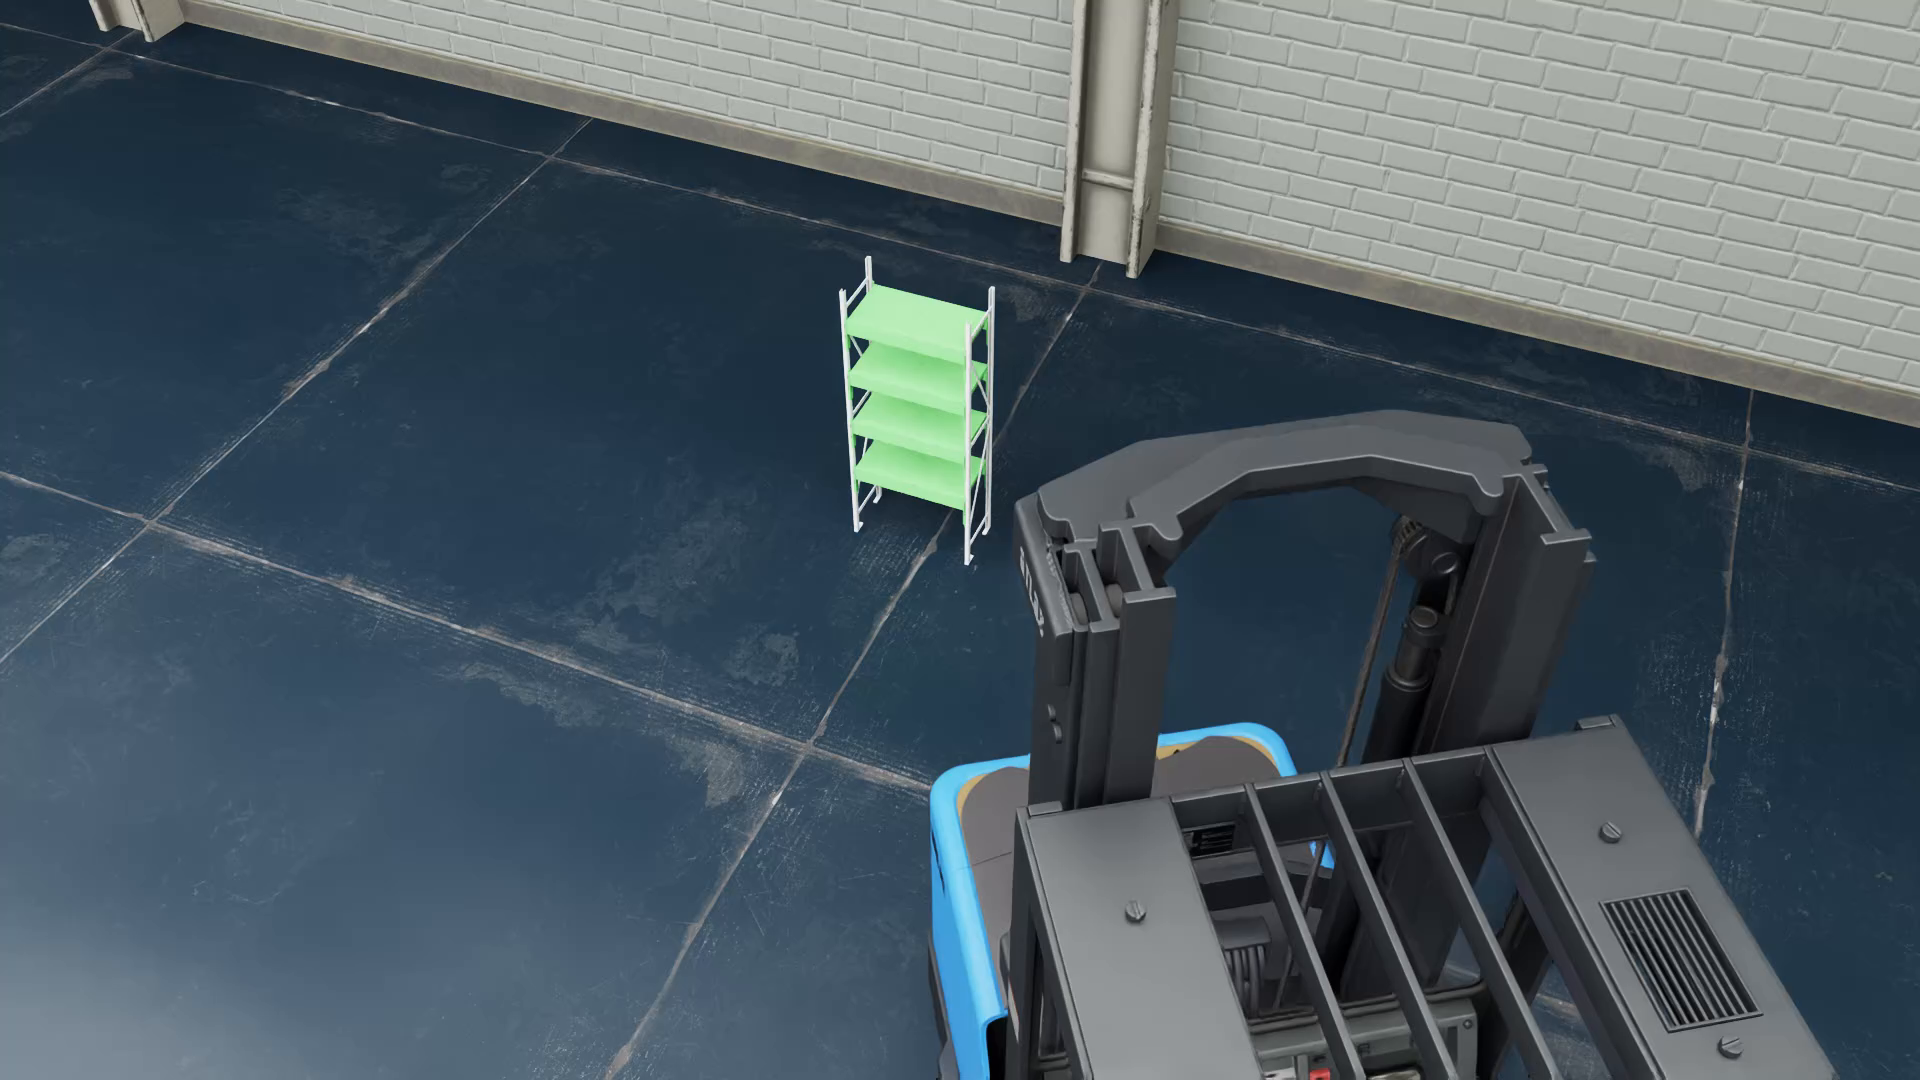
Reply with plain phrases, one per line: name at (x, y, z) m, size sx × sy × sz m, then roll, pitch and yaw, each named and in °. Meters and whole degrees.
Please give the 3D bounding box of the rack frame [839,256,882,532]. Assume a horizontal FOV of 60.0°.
rack frame at (-0.378, -0.537, 6.439) m, size 0.015 × 1.200 × 0.240 m, roll 16°, pitch 47°, yaw 16°

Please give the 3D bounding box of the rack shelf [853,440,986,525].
rack shelf at (-0.153, -0.255, 6.586) m, size 0.480 × 0.148 × 0.258 m, roll 16°, pitch 47°, yaw 16°

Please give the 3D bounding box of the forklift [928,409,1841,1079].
forklift at (0.681, 1.314, 3.351) m, size 1.130 × 2.935 × 3.031 m, roll -8°, pitch 45°, yaw -8°

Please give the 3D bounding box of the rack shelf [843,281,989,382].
rack shelf at (-0.153, -0.765, 6.078) m, size 0.480 × 0.148 × 0.258 m, roll 16°, pitch 47°, yaw 16°

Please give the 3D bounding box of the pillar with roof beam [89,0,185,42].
pillar with roof beam at (-6.467, -3.430, 3.817) m, size 0.400 × 9.000 × 9.100 m, roll 16°, pitch 47°, yaw 16°

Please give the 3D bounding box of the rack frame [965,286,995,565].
rack frame at (0.072, -0.404, 6.305) m, size 0.015 × 1.200 × 0.240 m, roll 16°, pitch 47°, yaw 16°

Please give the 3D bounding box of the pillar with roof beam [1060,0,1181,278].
pillar with roof beam at (-0.929, -1.800, 2.180) m, size 0.400 × 9.000 × 9.100 m, roll 16°, pitch 47°, yaw 16°

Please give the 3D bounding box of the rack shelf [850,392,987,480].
rack shelf at (-0.153, -0.425, 6.417) m, size 0.480 × 0.148 × 0.258 m, roll 16°, pitch 47°, yaw 16°

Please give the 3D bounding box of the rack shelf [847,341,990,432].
rack shelf at (-0.153, -0.595, 6.248) m, size 0.480 × 0.148 × 0.258 m, roll 16°, pitch 47°, yaw 16°

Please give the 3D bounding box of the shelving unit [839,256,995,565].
shelving unit at (-0.153, -0.470, 6.372) m, size 0.503 × 1.200 × 0.258 m, roll 16°, pitch 47°, yaw 16°
